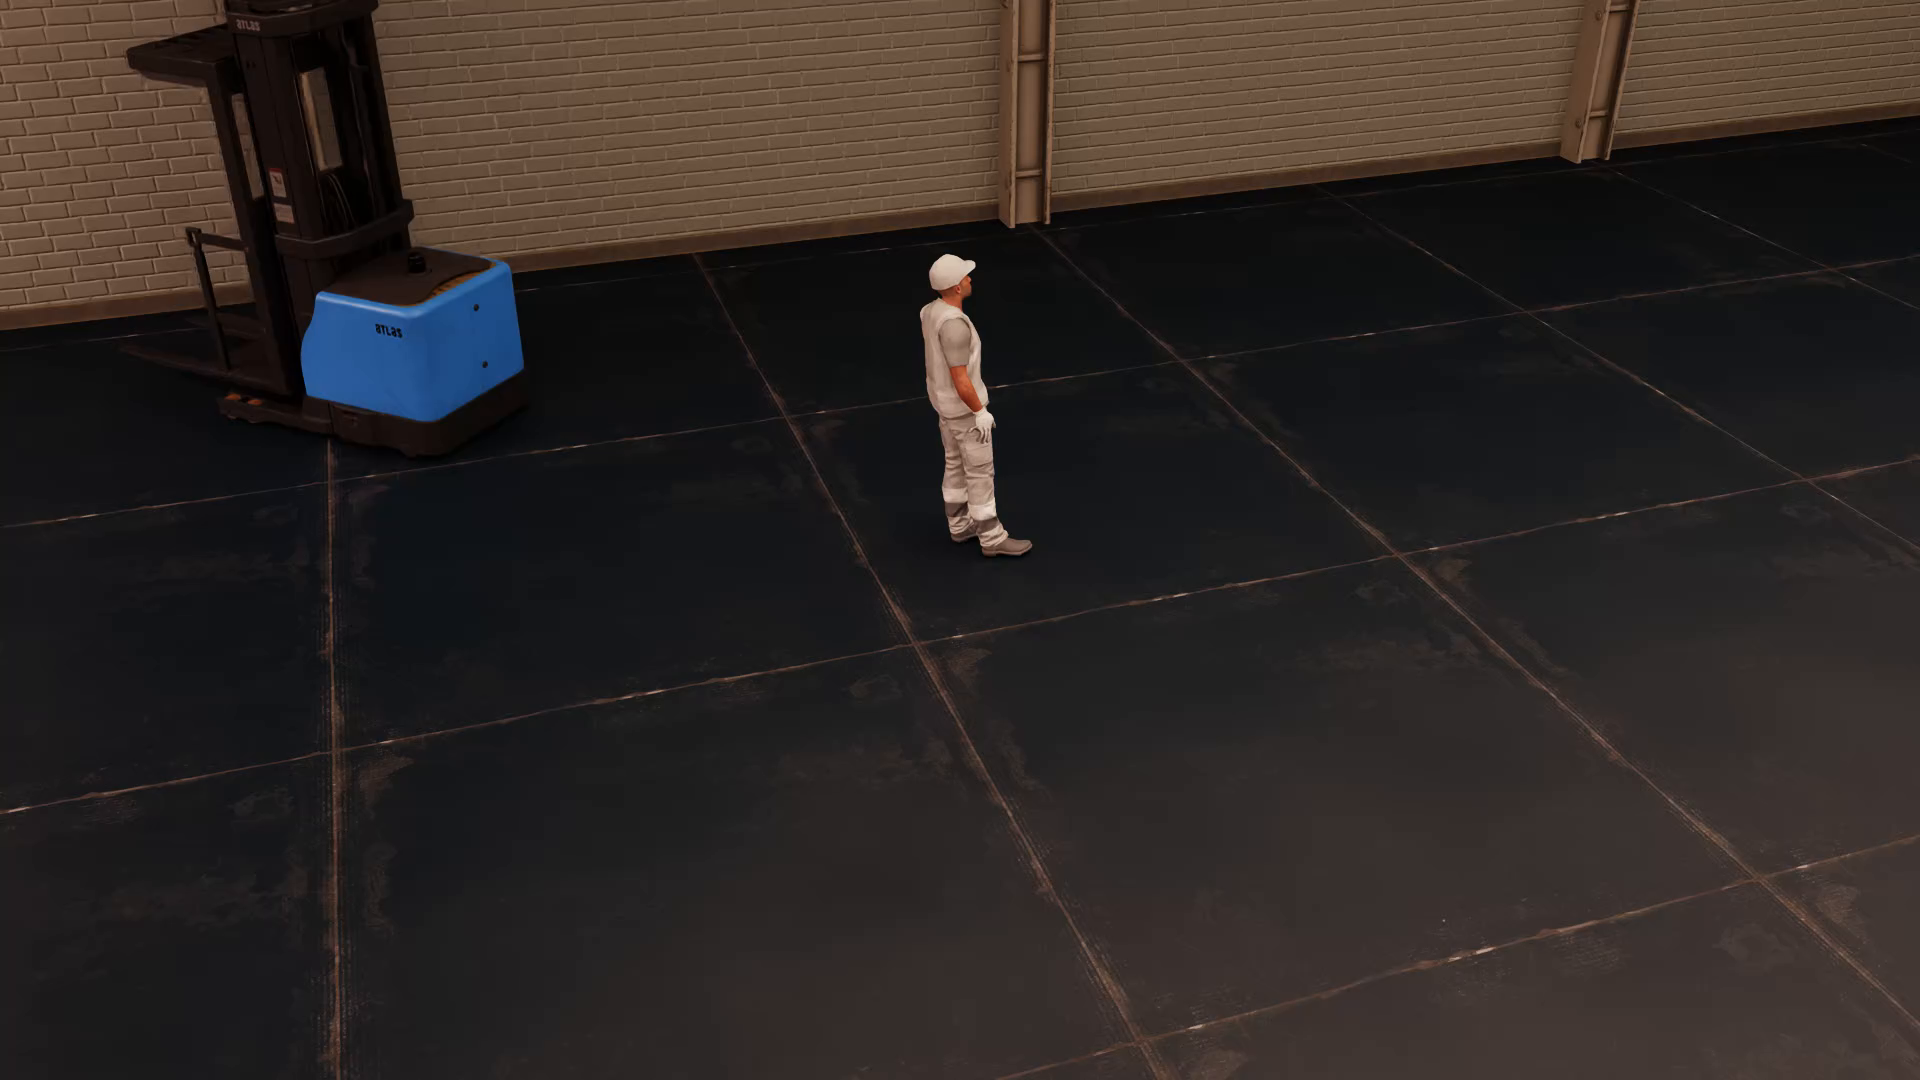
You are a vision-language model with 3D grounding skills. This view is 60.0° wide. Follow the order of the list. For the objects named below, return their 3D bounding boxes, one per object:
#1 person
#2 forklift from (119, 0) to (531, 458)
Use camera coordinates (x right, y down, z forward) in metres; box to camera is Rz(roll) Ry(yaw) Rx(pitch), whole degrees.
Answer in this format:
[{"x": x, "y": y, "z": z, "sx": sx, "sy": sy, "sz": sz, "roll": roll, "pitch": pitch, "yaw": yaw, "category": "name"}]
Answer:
[{"x": 0.081, "y": -0.789, "z": 9.588, "sx": 0.562, "sy": 1.790, "sz": 0.637, "roll": -10, "pitch": 31, "yaw": -16, "category": "person"}, {"x": -4.547, "y": -2.291, "z": 11.069, "sx": 3.031, "sy": 2.935, "sz": 1.130, "roll": 13, "pitch": 32, "yaw": 21, "category": "forklift"}]
